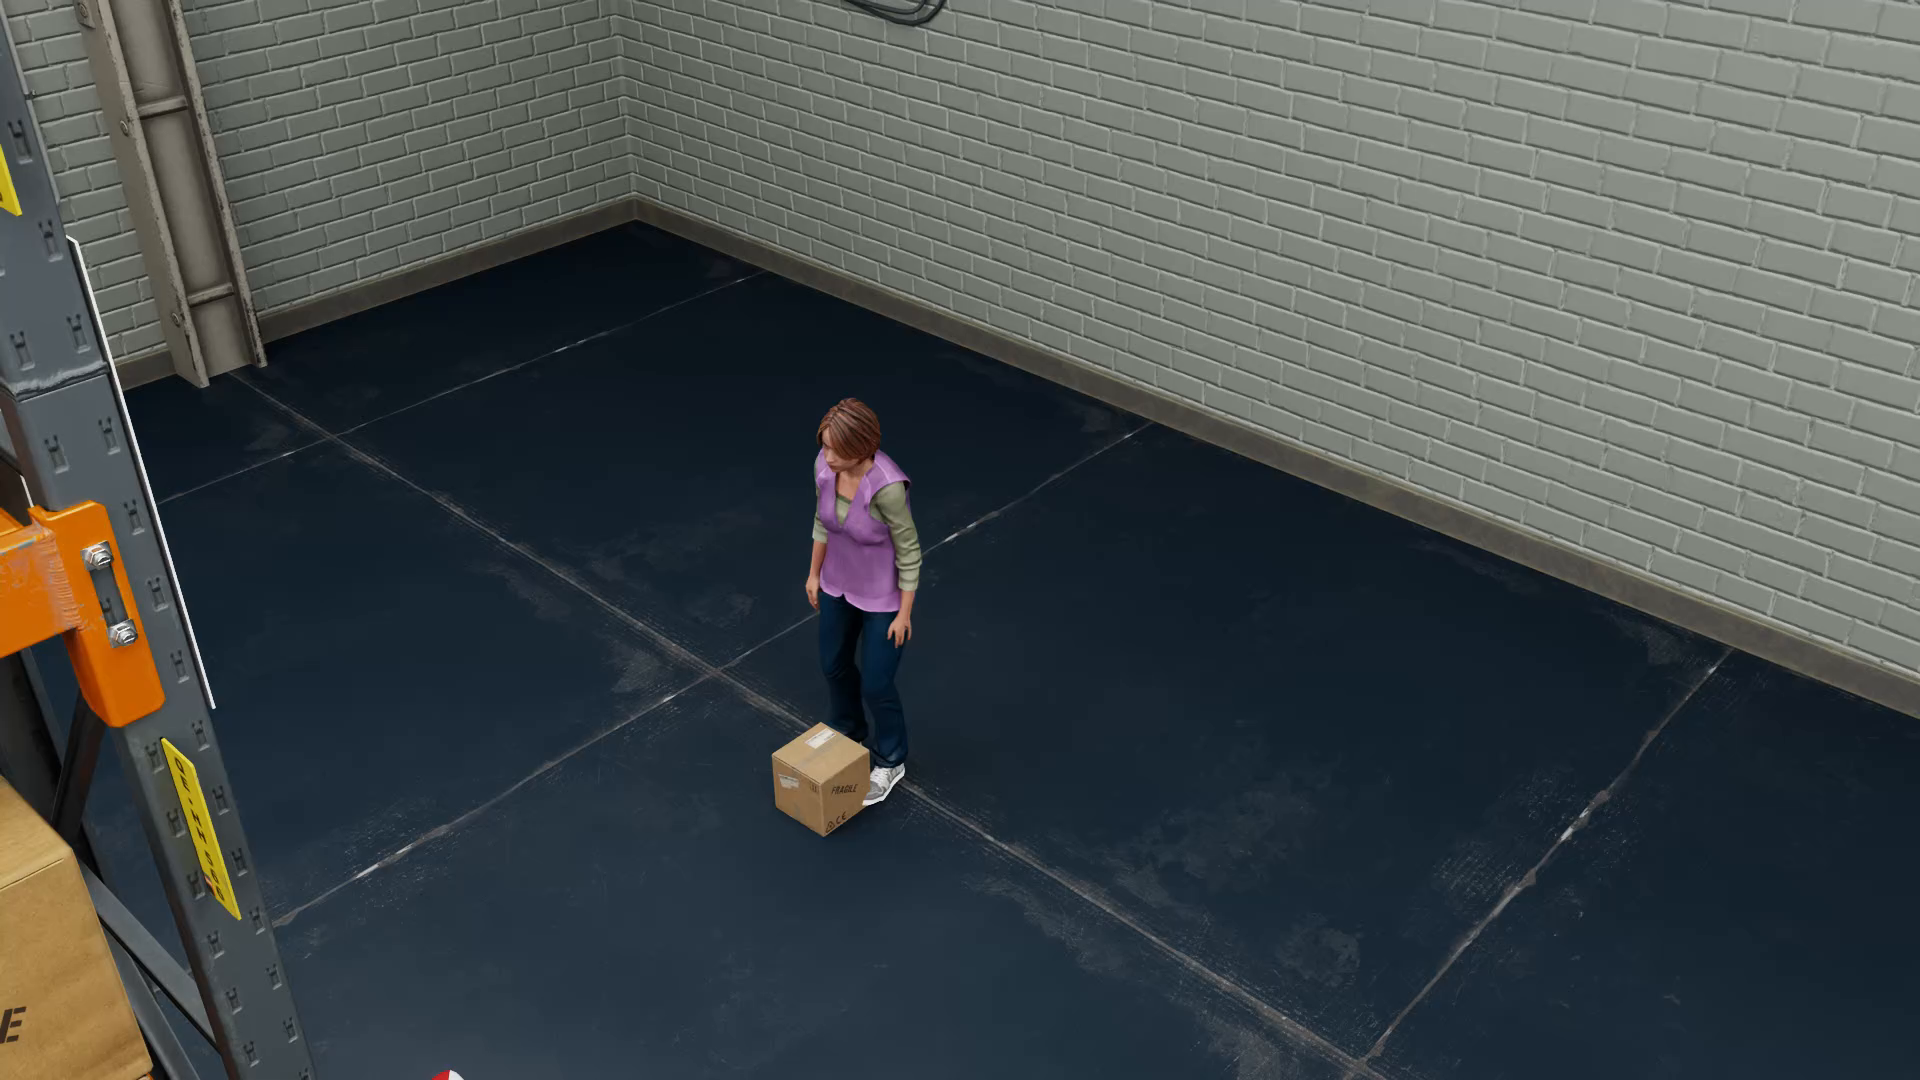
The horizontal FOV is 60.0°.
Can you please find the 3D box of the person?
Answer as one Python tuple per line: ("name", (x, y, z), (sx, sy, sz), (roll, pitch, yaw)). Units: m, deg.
("person", (-0.345, 0.200, 5.823), (0.482, 1.591, 0.347), (23, 38, 32))
